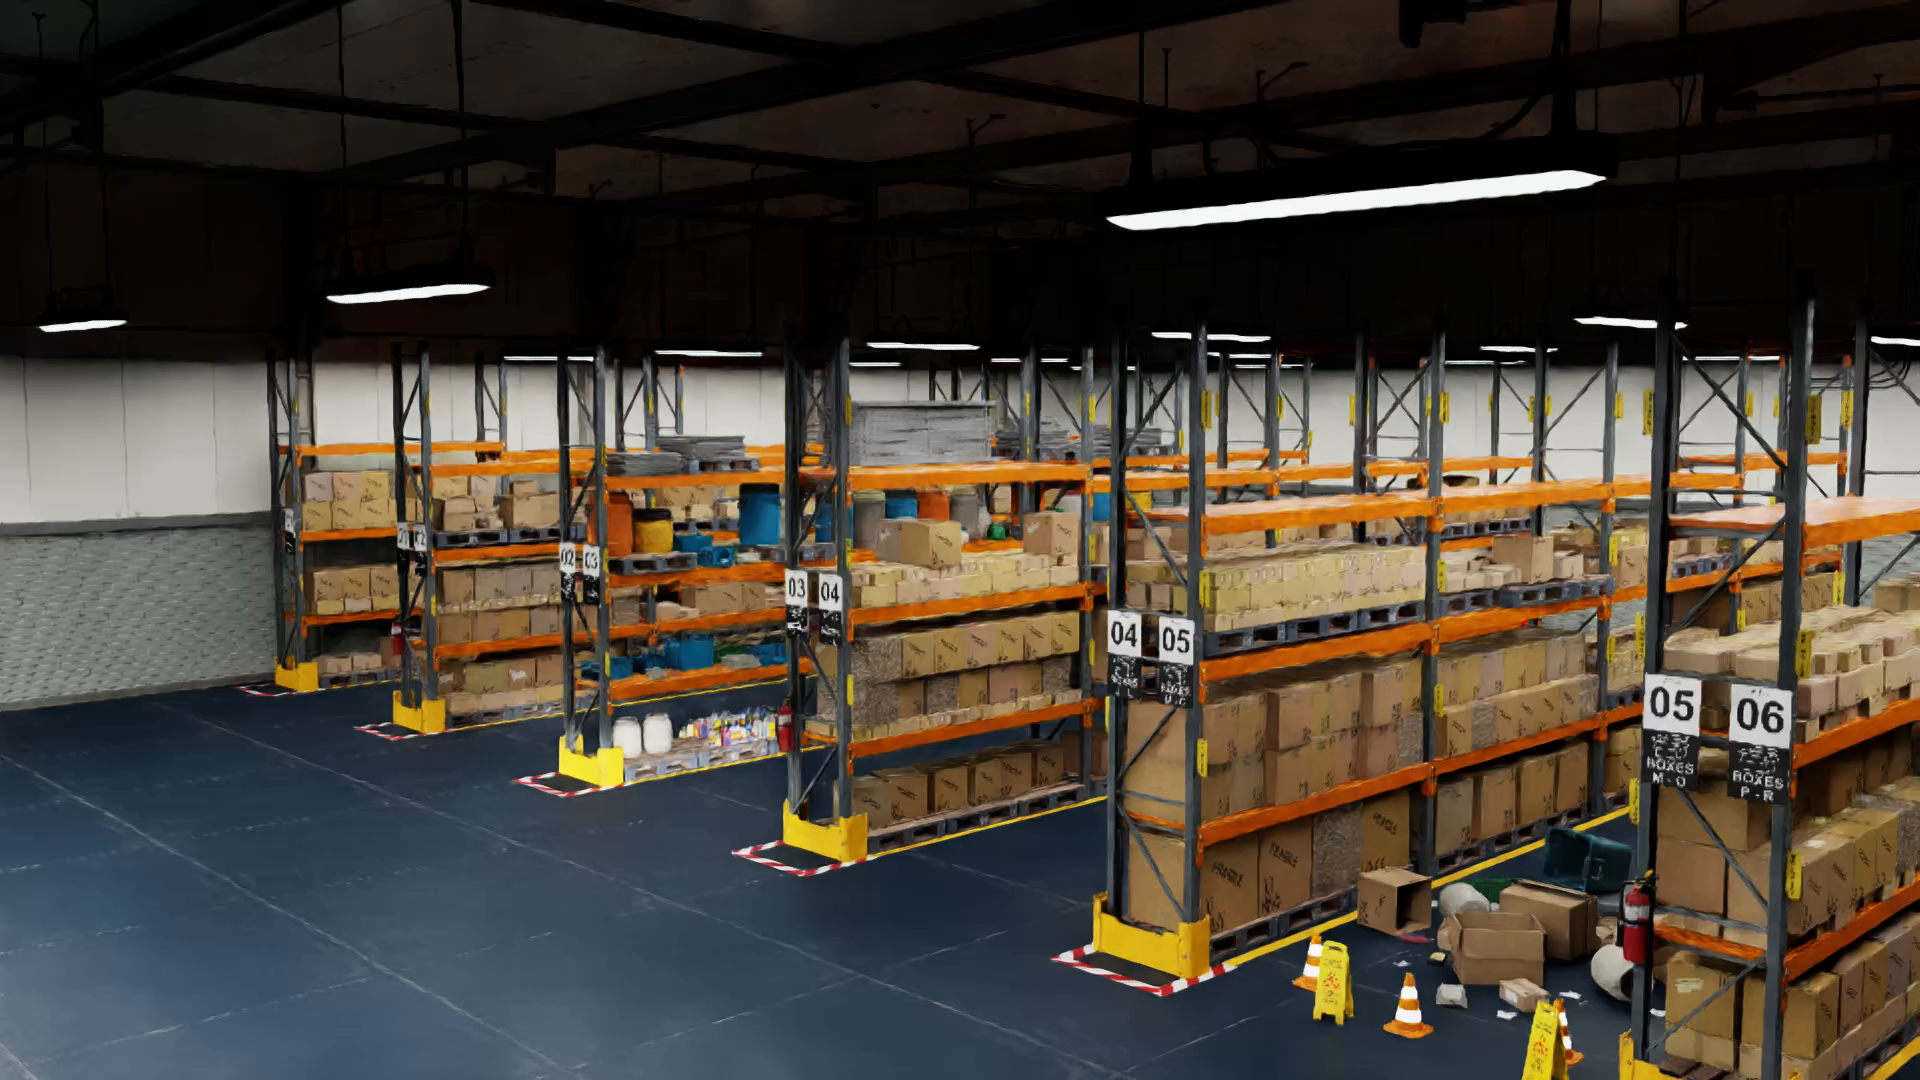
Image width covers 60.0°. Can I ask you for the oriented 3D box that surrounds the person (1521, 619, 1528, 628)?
[{"bbox_3d":[8.693,2.051,25.526,0.666,1.784,0.588,-2,5,-19],"label":"person"}]
